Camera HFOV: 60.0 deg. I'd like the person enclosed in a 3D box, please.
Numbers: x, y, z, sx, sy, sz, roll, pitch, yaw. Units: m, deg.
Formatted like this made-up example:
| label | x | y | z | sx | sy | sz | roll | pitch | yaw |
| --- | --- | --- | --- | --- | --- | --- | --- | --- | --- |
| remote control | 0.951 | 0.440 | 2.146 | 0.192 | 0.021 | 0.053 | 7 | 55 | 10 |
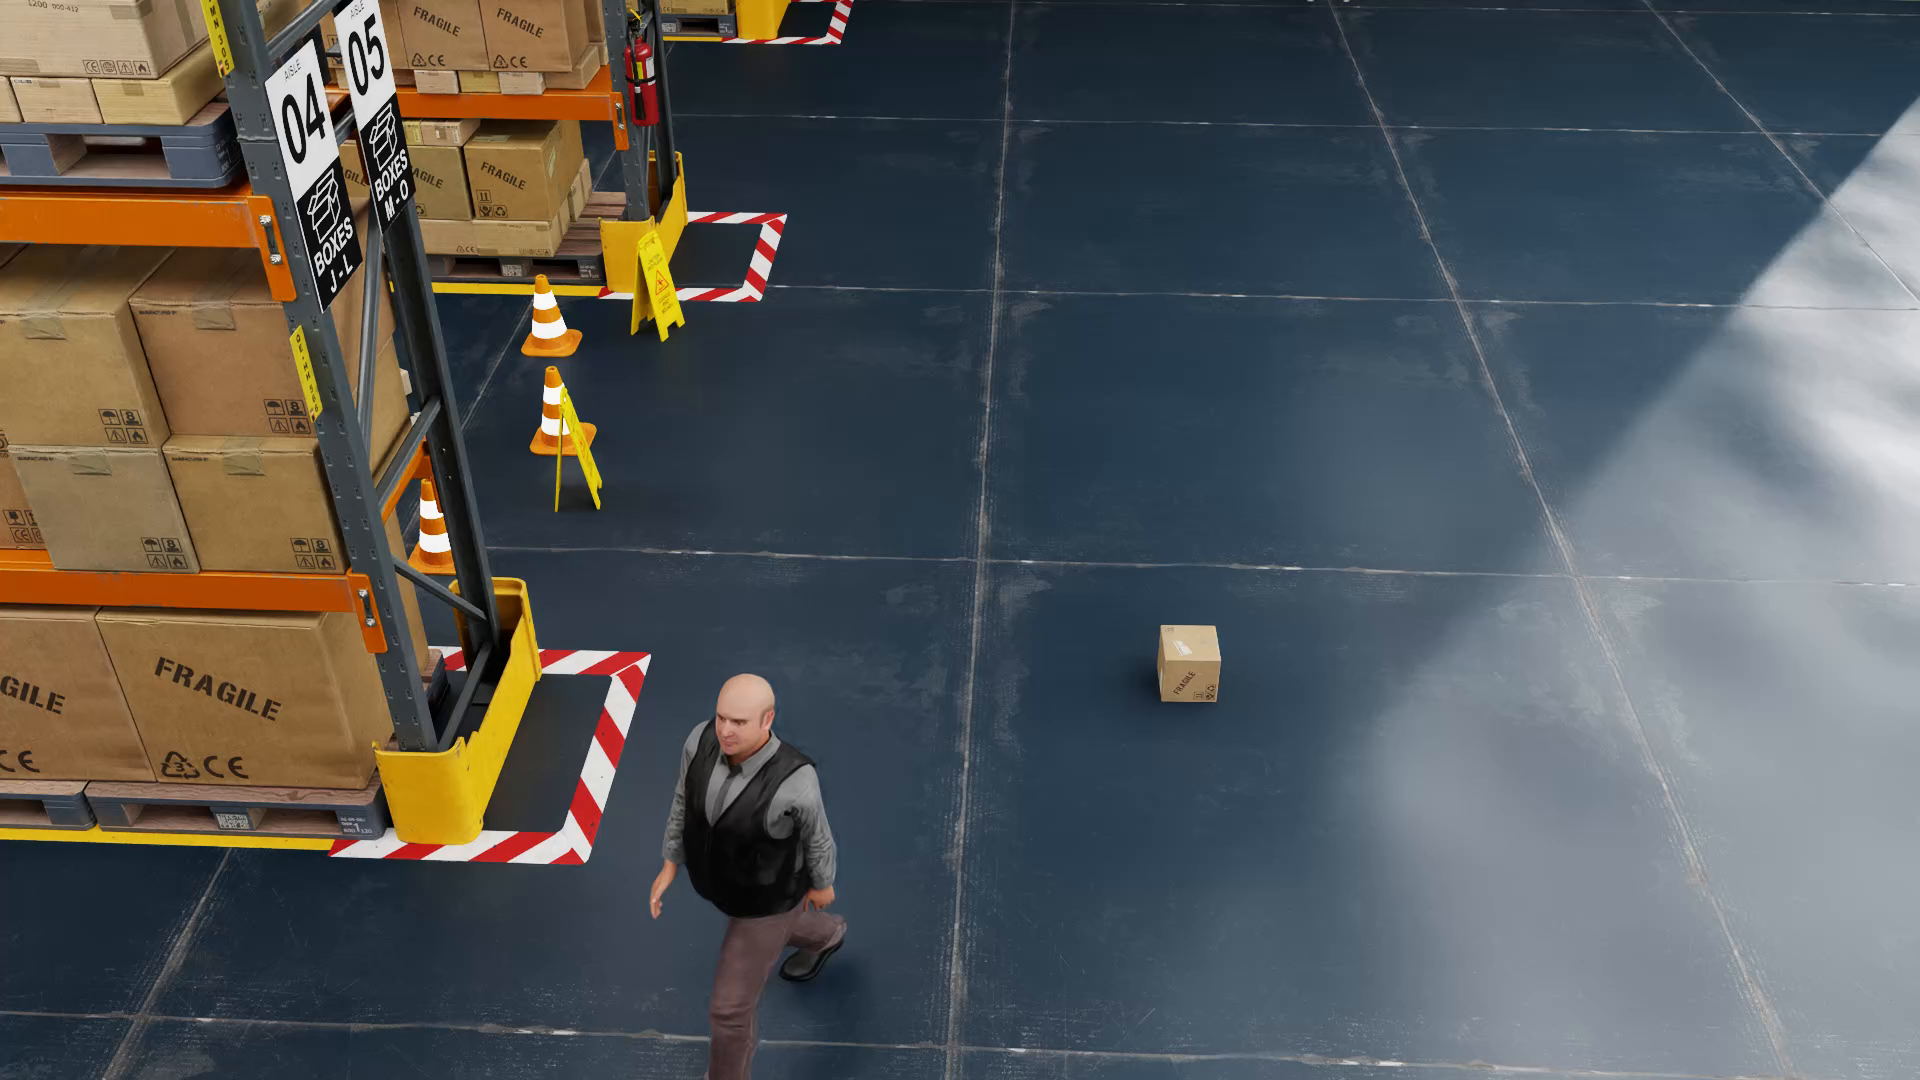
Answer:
| label | x | y | z | sx | sy | sz | roll | pitch | yaw |
| --- | --- | --- | --- | --- | --- | --- | --- | --- | --- |
| person | -0.726 | 1.144 | 5.538 | 0.535 | 1.675 | 1.030 | 27 | 43 | 32 |
